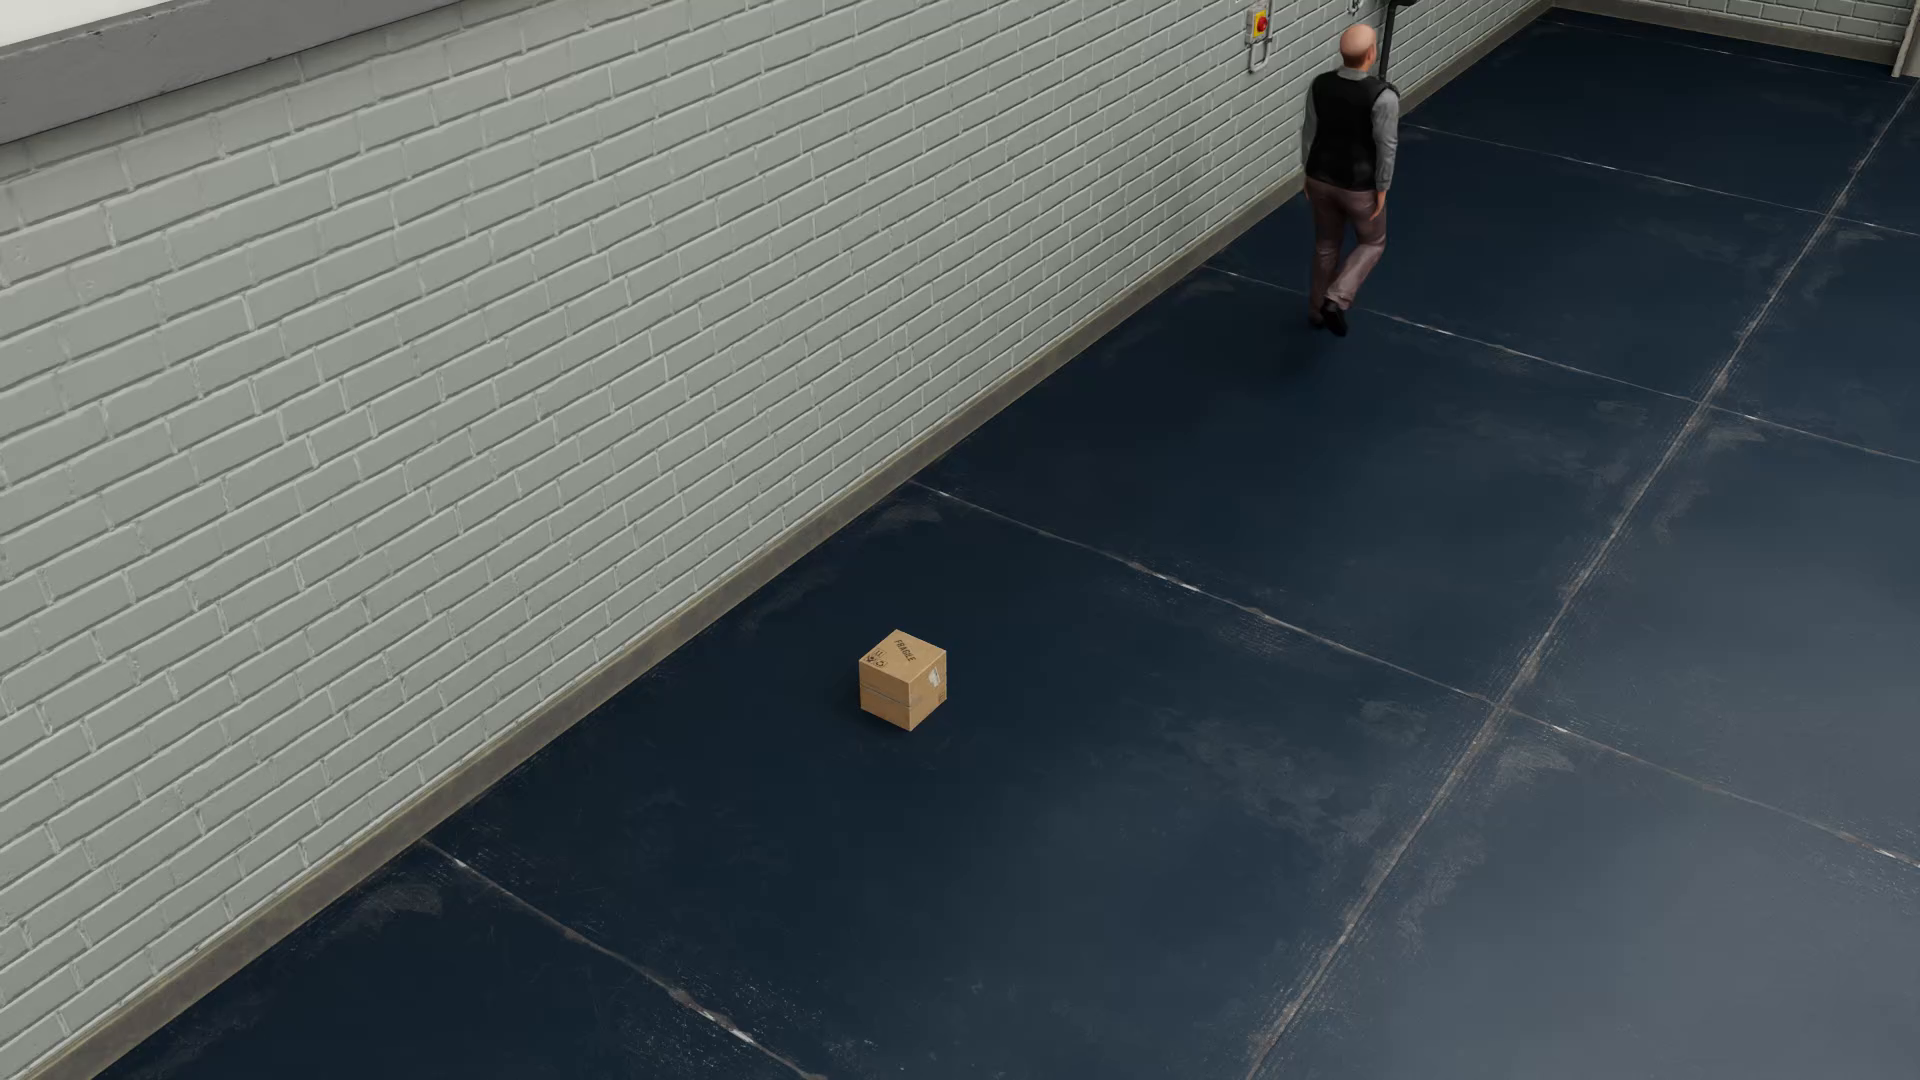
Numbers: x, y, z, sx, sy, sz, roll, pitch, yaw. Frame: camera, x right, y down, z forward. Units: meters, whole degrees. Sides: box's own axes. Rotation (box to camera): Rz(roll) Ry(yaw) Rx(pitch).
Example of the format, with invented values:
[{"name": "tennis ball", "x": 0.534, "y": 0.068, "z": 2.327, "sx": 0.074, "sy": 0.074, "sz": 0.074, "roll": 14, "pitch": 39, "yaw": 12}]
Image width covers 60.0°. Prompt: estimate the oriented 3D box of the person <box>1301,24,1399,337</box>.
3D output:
[{"name": "person", "x": 2.062, "y": -1.906, "z": 8.921, "sx": 0.537, "sy": 1.710, "sz": 0.564, "roll": 23, "pitch": 40, "yaw": 30}]
